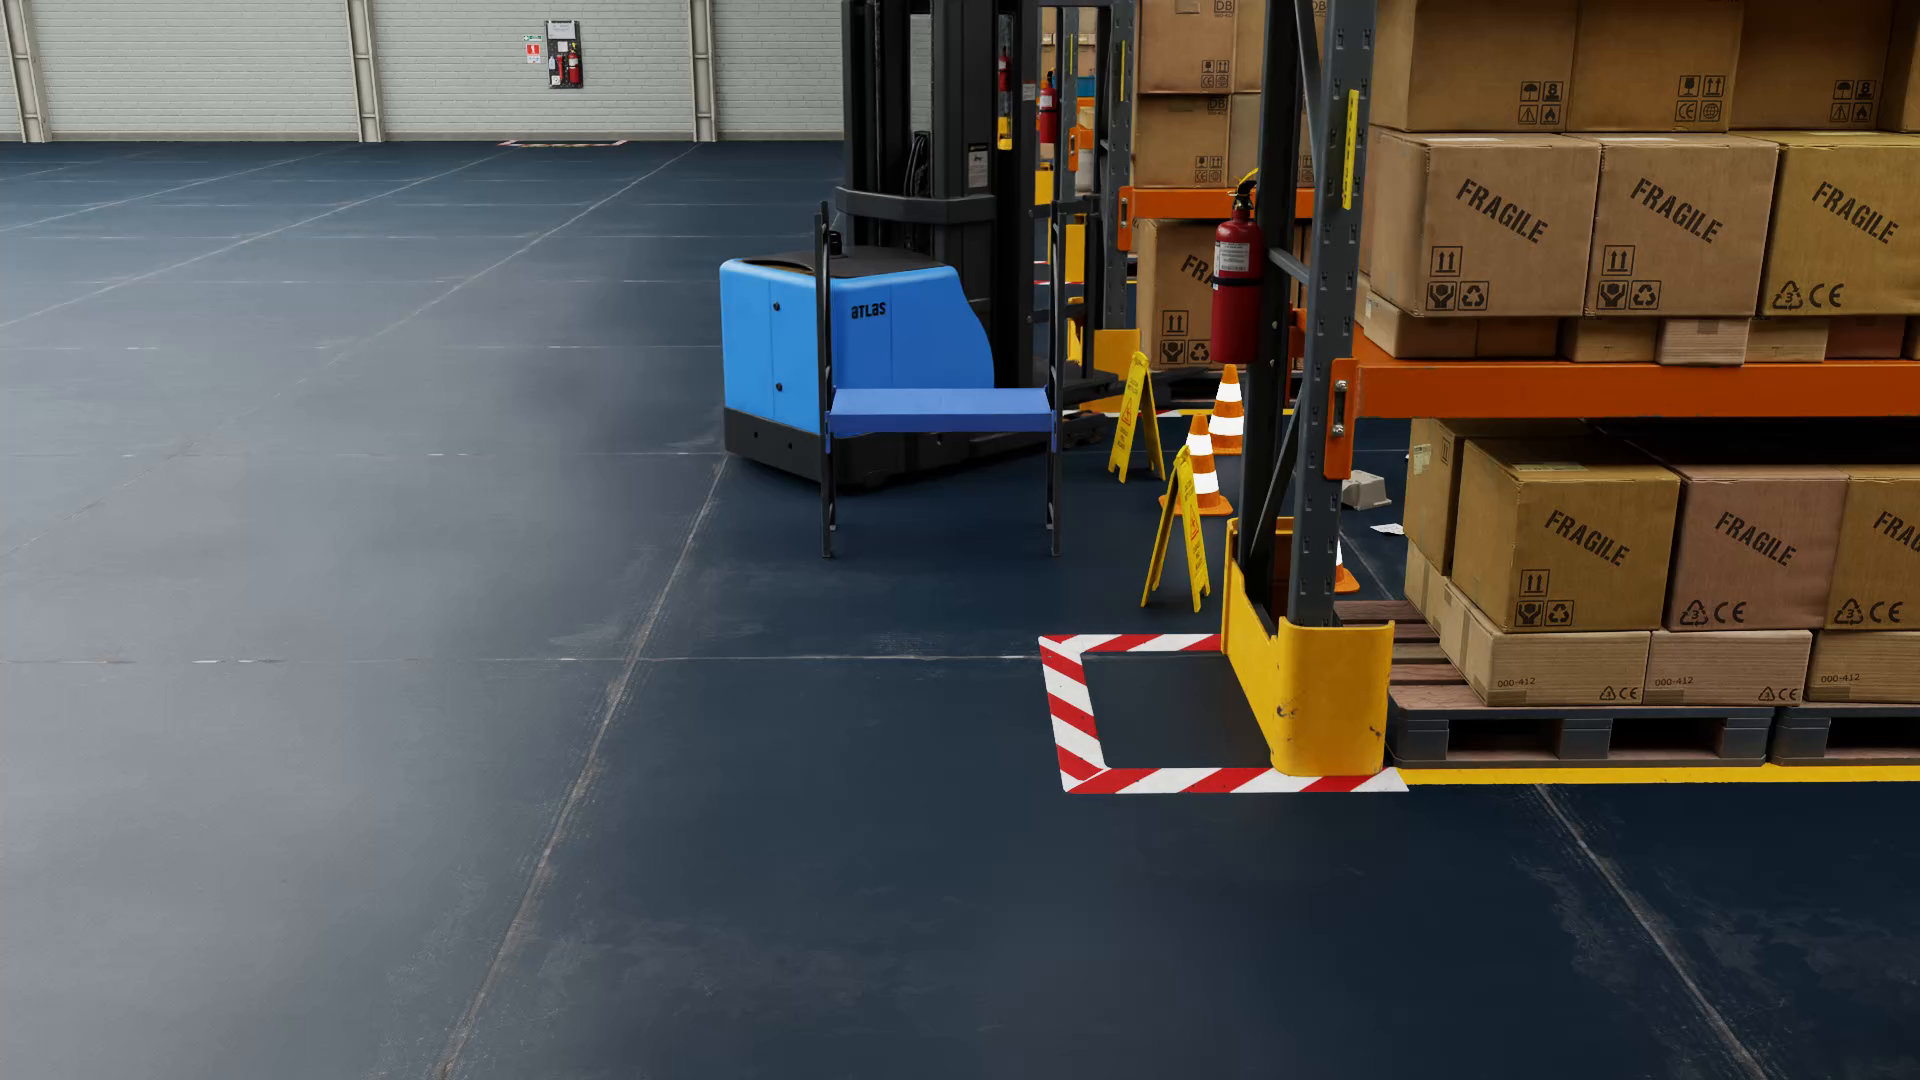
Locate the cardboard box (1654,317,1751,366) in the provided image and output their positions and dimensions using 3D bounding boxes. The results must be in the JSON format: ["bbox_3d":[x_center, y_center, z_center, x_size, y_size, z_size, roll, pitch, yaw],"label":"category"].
[{"bbox_3d":[2.210,-0.646,5.106,0.250,0.149,0.380,0,18,0],"label":"cardboard box"}]

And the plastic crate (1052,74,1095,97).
[{"bbox_3d":[1.355,-5.421,19.821,0.616,0.251,0.499,0,18,-1],"label":"plastic crate"}]

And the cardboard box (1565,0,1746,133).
[{"bbox_3d":[2.107,-1.593,5.358,0.500,0.500,0.700,0,18,0],"label":"cardboard box"}]

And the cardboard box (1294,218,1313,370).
[{"bbox_3d":[2.472,-1.586,10.415,0.875,0.875,0.875,-1,18,-2],"label":"cardboard box"}]

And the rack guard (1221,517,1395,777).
[{"bbox_3d":[1.170,0.332,5.738,0.348,0.500,1.175,0,18,-1],"label":"rack guard"}]

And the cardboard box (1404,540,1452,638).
[{"bbox_3d":[1.922,0.165,5.980,0.500,0.250,0.500,0,18,-1],"label":"cardboard box"}]

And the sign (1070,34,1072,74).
[{"bbox_3d":[0.946,-4.131,14.142,0.005,0.325,0.100,0,18,-1],"label":"sign"}]

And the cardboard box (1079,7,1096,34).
[{"bbox_3d":[1.831,-7.579,24.017,0.500,0.500,0.700,-1,18,-2],"label":"cardboard box"}]

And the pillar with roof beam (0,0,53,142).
[{"bbox_3d":[-16.541,-10.146,24.487,0.400,9.000,9.100,0,18,-1],"label":"pillar with roof beam"}]

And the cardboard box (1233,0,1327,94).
[{"bbox_3d":[1.835,-2.976,9.944,0.550,0.550,0.875,0,18,-1],"label":"cardboard box"}]

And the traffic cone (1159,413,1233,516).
[{"bbox_3d":[1.146,-0.384,8.029,0.334,0.463,0.336,0,18,-1],"label":"traffic cone"}]

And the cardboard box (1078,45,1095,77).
[{"bbox_3d":[1.777,-6.960,24.214,0.500,0.500,0.700,0,18,1],"label":"cardboard box"}]

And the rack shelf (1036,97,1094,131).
[{"bbox_3d":[2.859,-5.065,19.646,4.000,0.370,1.077,0,18,-1],"label":"rack shelf"}]

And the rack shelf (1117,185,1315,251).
[{"bbox_3d":[2.915,-2.037,10.207,4.000,0.370,1.077,0,18,-1],"label":"rack shelf"}]

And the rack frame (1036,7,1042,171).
[{"bbox_3d":[0.859,-5.398,19.506,0.127,3.000,1.000,0,18,-1],"label":"rack frame"}]

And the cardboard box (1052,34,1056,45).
[{"bbox_3d":[1.445,-7.205,23.915,0.250,0.149,0.380,-1,18,-2],"label":"cardboard box"}]

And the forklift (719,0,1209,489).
[{"bbox_3d":[0.180,-2.008,9.052,3.031,2.935,1.130,-15,23,-39],"label":"forklift"}]

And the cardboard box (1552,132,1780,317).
[{"bbox_3d":[2.090,-0.969,5.048,0.500,0.500,0.500,0,18,1],"label":"cardboard box"}]

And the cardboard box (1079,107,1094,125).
[{"bbox_3d":[1.219,-3.830,15.030,0.250,0.149,0.380,0,18,-1],"label":"cardboard box"}]

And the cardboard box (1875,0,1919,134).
[{"bbox_3d":[3.117,-1.587,5.339,0.500,0.500,0.700,0,18,-1],"label":"cardboard box"}]

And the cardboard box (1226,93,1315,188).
[{"bbox_3d":[1.835,-2.466,10.121,0.550,0.550,0.875,0,18,-1],"label":"cardboard box"}]

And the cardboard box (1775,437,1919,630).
[{"bbox_3d":[2.953,-0.029,5.358,0.500,0.500,0.500,0,18,0],"label":"cardboard box"}]

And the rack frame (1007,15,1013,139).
[{"bbox_3d":[0.785,-6.911,24.222,0.127,3.000,1.000,0,18,-1],"label":"rack frame"}]

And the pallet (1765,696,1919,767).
[{"bbox_3d":[3.200,0.471,5.776,1.213,0.211,1.003,0,18,-1],"label":"pallet"}]

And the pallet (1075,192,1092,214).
[{"bbox_3d":[1.747,-4.087,19.985,1.213,0.211,1.003,0,18,-1],"label":"pallet"}]

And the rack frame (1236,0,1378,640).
[{"bbox_3d":[1.094,-0.858,5.355,0.127,3.000,1.000,0,18,-1],"label":"rack frame"}]

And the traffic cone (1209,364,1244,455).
[{"bbox_3d":[1.468,-0.730,9.110,0.334,0.463,0.336,0,18,-1],"label":"traffic cone"}]

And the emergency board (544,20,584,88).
[{"bbox_3d":[-7.082,-8.662,29.682,0.643,1.169,0.194,0,18,-1],"label":"emergency board"}]

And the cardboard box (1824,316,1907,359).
[{"bbox_3d":[2.732,-0.677,5.203,0.250,0.149,0.380,0,18,1],"label":"cardboard box"}]

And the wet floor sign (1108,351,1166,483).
[{"bbox_3d":[0.917,-0.644,8.541,0.232,0.644,0.267,-3,18,-10],"label":"wet floor sign"}]

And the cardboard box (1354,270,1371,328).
[{"bbox_3d":[1.464,-0.806,5.603,0.250,0.149,0.380,0,18,1],"label":"cardboard box"}]

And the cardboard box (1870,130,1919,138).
[{"bbox_3d":[3.108,-0.976,5.073,0.500,0.500,0.500,-1,18,-2],"label":"cardboard box"}]

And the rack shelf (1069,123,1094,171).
[{"bbox_3d":[2.937,-3.552,14.930,4.000,0.370,1.077,0,18,-1],"label":"rack shelf"}]

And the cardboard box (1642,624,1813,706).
[{"bbox_3d":[2.415,0.331,5.460,0.500,0.250,0.500,0,18,1],"label":"cardboard box"}]

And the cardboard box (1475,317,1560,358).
[{"bbox_3d":[1.689,-0.683,5.219,0.250,0.149,0.380,0,18,0],"label":"cardboard box"}]

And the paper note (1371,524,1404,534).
[{"bbox_3d":[2.008,-0.057,7.718,0.142,0.019,0.148,-7,19,-20],"label":"paper note"}]

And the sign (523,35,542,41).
[{"bbox_3d":[-7.631,-8.957,29.677,0.331,0.109,0.001,0,18,-1],"label":"sign"}]

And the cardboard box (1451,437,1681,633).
[{"bbox_3d":[1.929,-0.026,5.346,0.500,0.500,0.500,-1,18,-3],"label":"cardboard box"}]

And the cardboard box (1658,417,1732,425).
[{"bbox_3d":[2.508,-0.521,5.828,0.250,0.149,0.380,0,18,0],"label":"cardboard box"}]

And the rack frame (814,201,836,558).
[{"bbox_3d":[-0.594,-0.711,7.353,0.032,1.500,0.500,0,18,-1],"label":"rack frame"}]

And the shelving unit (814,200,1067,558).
[{"bbox_3d":[-0.085,-0.714,7.360,1.048,1.500,0.538,0,18,-1],"label":"shelving unit"}]

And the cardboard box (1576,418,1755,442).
[{"bbox_3d":[2.413,-0.193,5.868,0.500,0.500,0.500,0,18,1],"label":"cardboard box"}]

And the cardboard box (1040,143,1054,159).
[{"bbox_3d":[1.325,-5.736,24.374,0.500,0.250,0.500,0,18,-1],"label":"cardboard box"}]

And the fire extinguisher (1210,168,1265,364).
[{"bbox_3d":[0.972,-0.962,5.804,0.183,0.674,0.296,0,18,-1],"label":"fire extinguisher"}]

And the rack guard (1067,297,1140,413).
[{"bbox_3d":[0.891,-1.179,10.448,0.348,0.500,1.175,0,18,-1],"label":"rack guard"}]

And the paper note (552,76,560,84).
[{"bbox_3d":[-7.260,-8.263,29.879,0.142,0.148,0.016,0,18,-1],"label":"paper note"}]

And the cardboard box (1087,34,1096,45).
[{"bbox_3d":[1.946,-7.207,23.919,0.250,0.149,0.380,-1,18,-2],"label":"cardboard box"}]

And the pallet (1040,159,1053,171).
[{"bbox_3d":[1.549,-5.599,24.699,1.213,0.211,1.003,0,18,-1],"label":"pallet"}]

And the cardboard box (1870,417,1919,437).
[{"bbox_3d":[3.446,-0.197,5.879,0.500,0.500,0.500,1,18,2],"label":"cardboard box"}]

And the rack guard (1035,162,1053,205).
[{"bbox_3d":[0.935,-4.222,19.934,0.348,0.500,1.175,0,18,-1],"label":"rack guard"}]
